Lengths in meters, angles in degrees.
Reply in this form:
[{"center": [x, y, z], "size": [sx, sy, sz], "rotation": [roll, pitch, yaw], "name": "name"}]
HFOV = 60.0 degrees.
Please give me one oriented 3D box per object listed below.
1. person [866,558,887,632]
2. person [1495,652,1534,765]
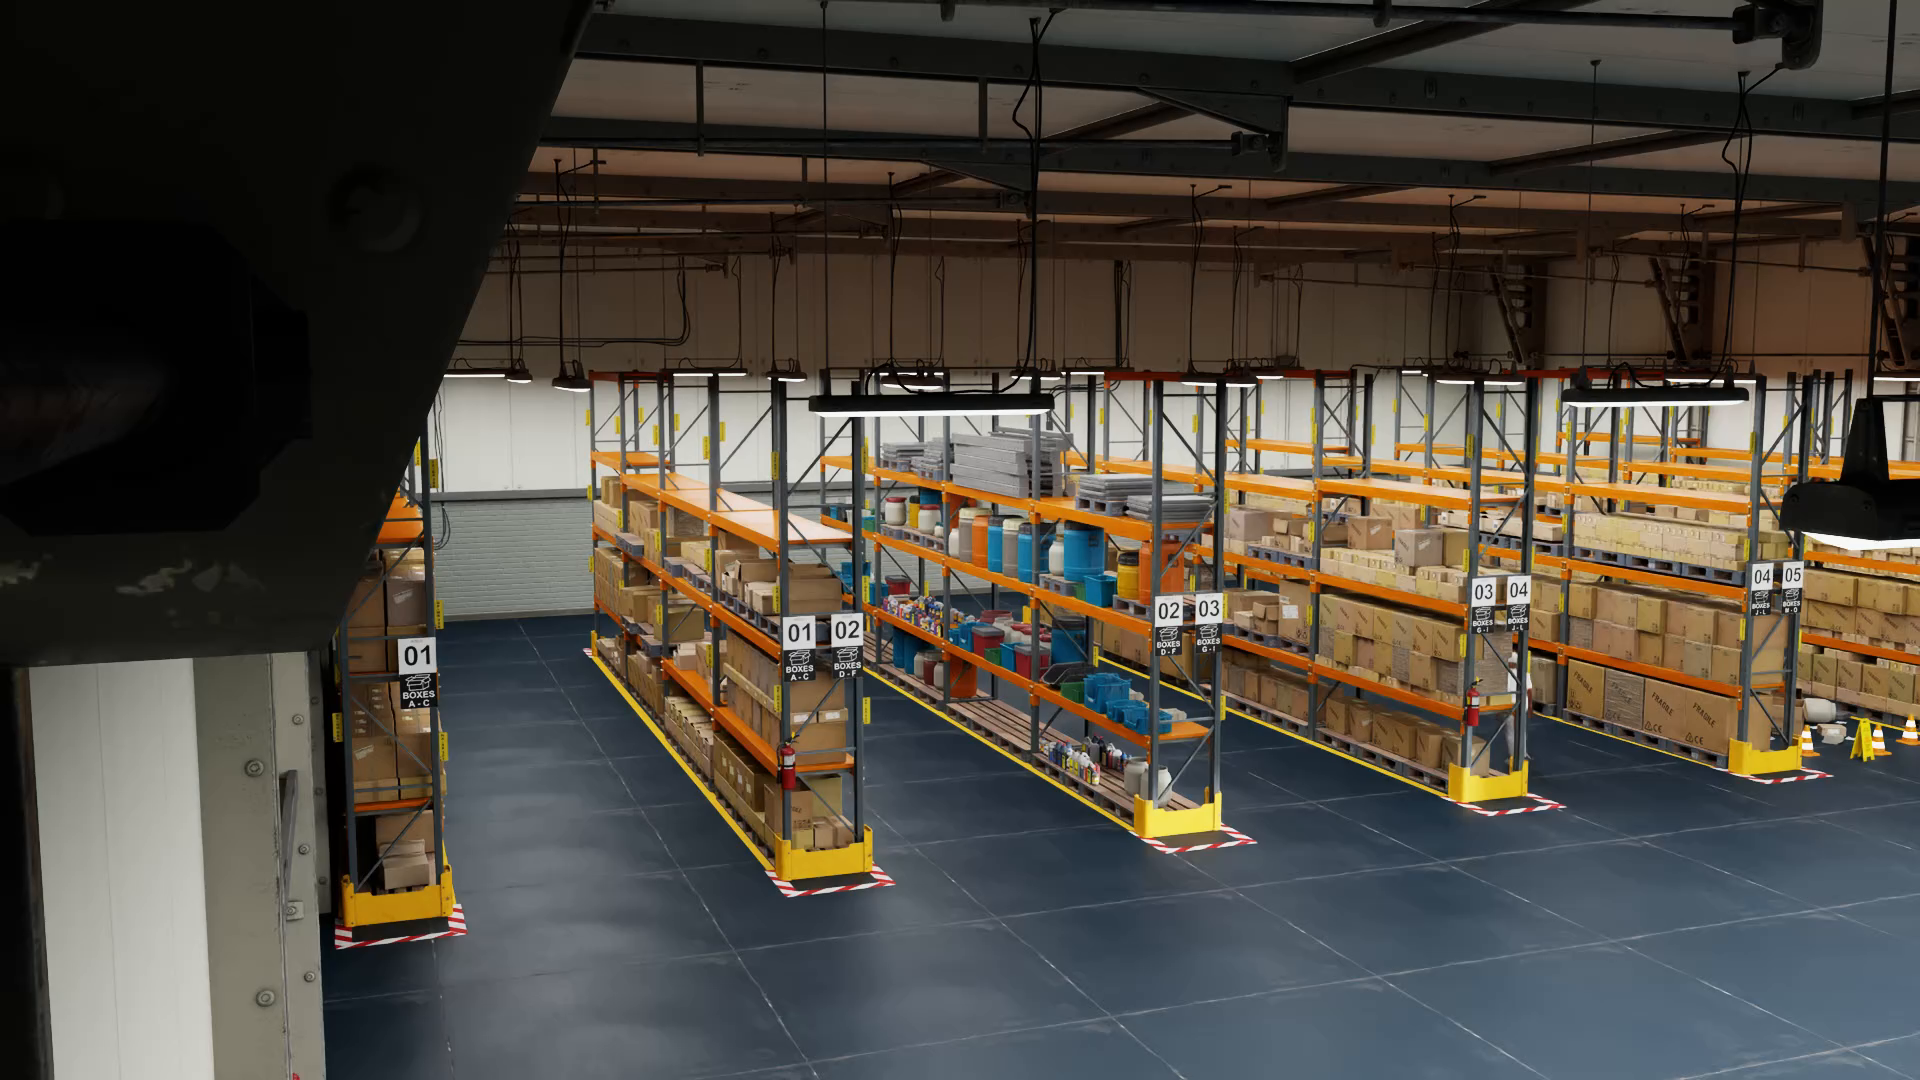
[{"center": [-2.000, 1.256, 38.113], "size": [0.661, 1.722, 0.471], "rotation": [0, 6, -3], "name": "person"}, {"center": [8.522, 2.595, 25.602], "size": [0.614, 1.752, 0.475], "rotation": [-1, 6, -5], "name": "person"}]
